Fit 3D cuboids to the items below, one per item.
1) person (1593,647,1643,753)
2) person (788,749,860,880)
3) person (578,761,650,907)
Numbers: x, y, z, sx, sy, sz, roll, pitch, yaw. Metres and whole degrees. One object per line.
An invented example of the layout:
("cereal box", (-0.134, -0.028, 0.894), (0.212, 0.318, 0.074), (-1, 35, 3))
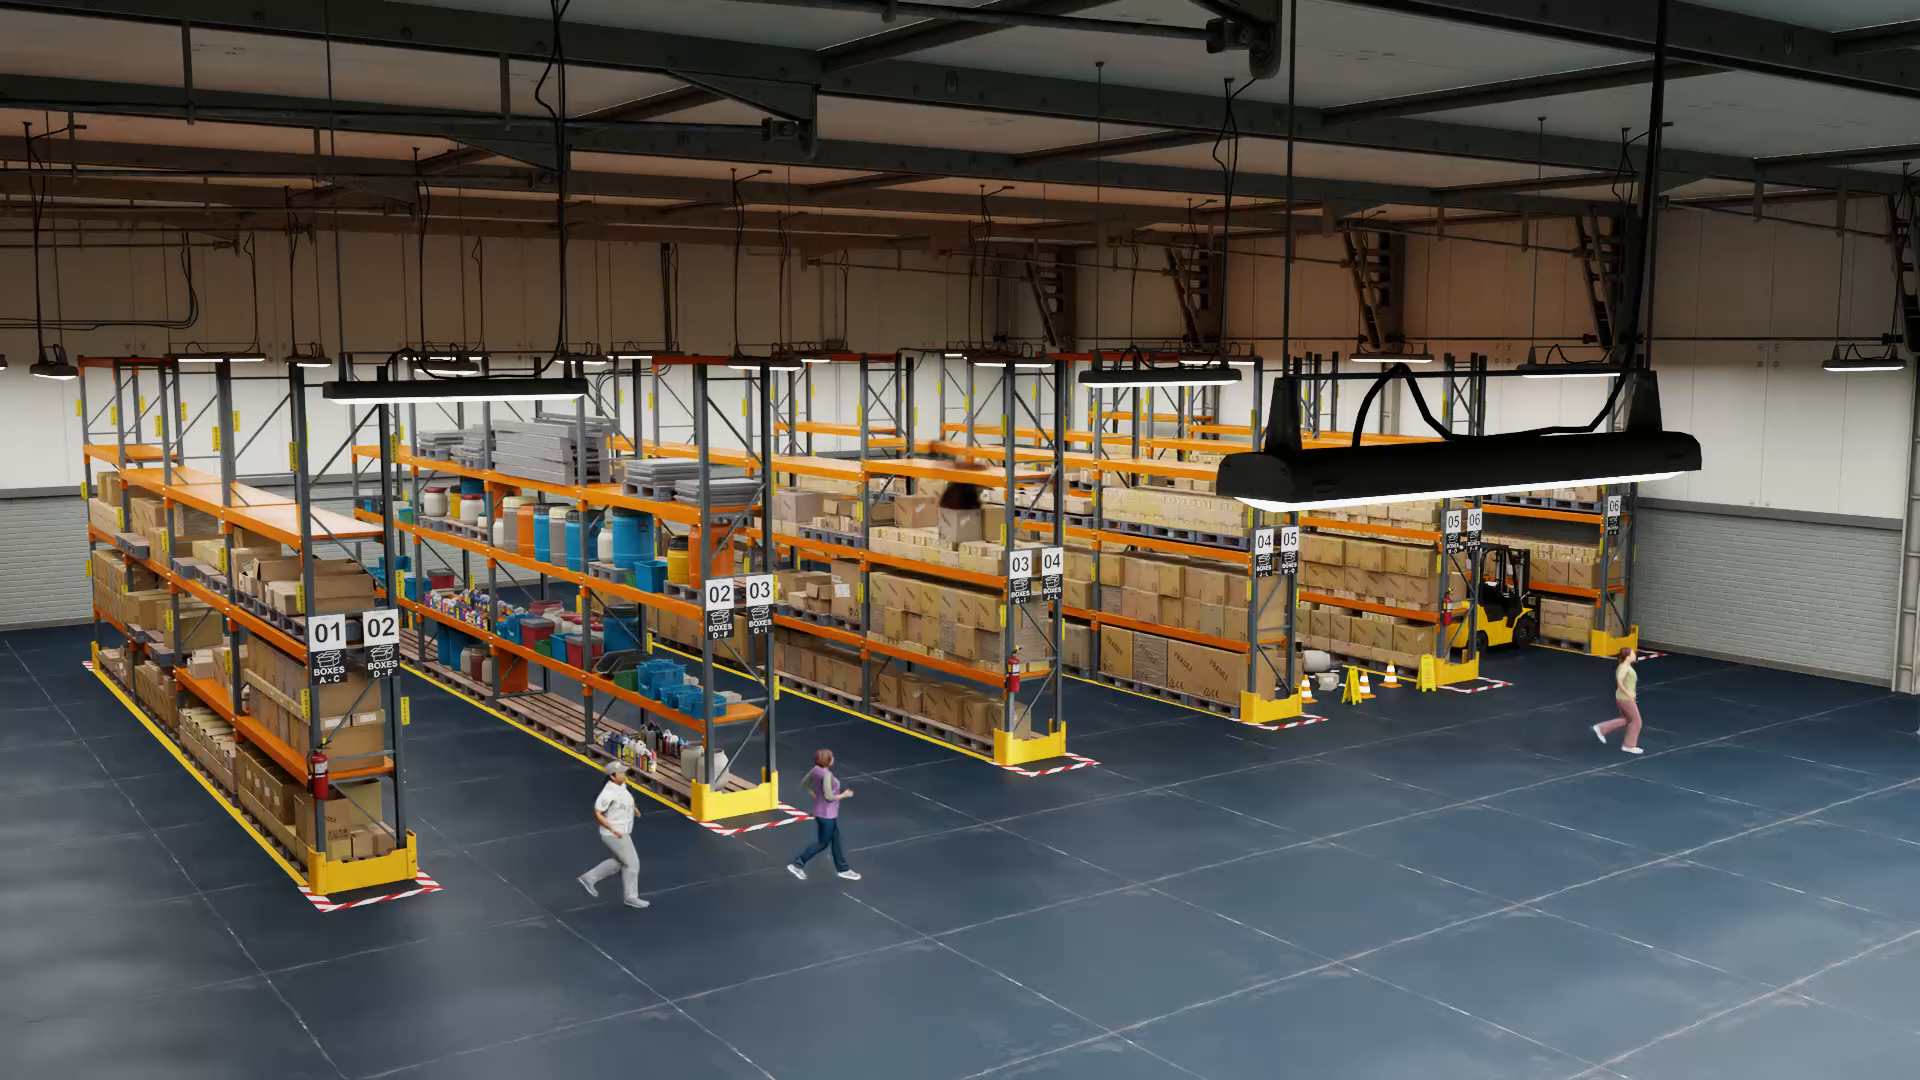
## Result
("person", (10.128, 2.437, 25.517), (0.733, 1.640, 0.599), (2, 7, 14))
("person", (-1.574, 3.194, 19.231), (0.878, 1.596, 0.537), (-2, 7, -17))
("person", (-3.878, 3.281, 18.560), (0.794, 1.672, 0.600), (0, 7, -3))
